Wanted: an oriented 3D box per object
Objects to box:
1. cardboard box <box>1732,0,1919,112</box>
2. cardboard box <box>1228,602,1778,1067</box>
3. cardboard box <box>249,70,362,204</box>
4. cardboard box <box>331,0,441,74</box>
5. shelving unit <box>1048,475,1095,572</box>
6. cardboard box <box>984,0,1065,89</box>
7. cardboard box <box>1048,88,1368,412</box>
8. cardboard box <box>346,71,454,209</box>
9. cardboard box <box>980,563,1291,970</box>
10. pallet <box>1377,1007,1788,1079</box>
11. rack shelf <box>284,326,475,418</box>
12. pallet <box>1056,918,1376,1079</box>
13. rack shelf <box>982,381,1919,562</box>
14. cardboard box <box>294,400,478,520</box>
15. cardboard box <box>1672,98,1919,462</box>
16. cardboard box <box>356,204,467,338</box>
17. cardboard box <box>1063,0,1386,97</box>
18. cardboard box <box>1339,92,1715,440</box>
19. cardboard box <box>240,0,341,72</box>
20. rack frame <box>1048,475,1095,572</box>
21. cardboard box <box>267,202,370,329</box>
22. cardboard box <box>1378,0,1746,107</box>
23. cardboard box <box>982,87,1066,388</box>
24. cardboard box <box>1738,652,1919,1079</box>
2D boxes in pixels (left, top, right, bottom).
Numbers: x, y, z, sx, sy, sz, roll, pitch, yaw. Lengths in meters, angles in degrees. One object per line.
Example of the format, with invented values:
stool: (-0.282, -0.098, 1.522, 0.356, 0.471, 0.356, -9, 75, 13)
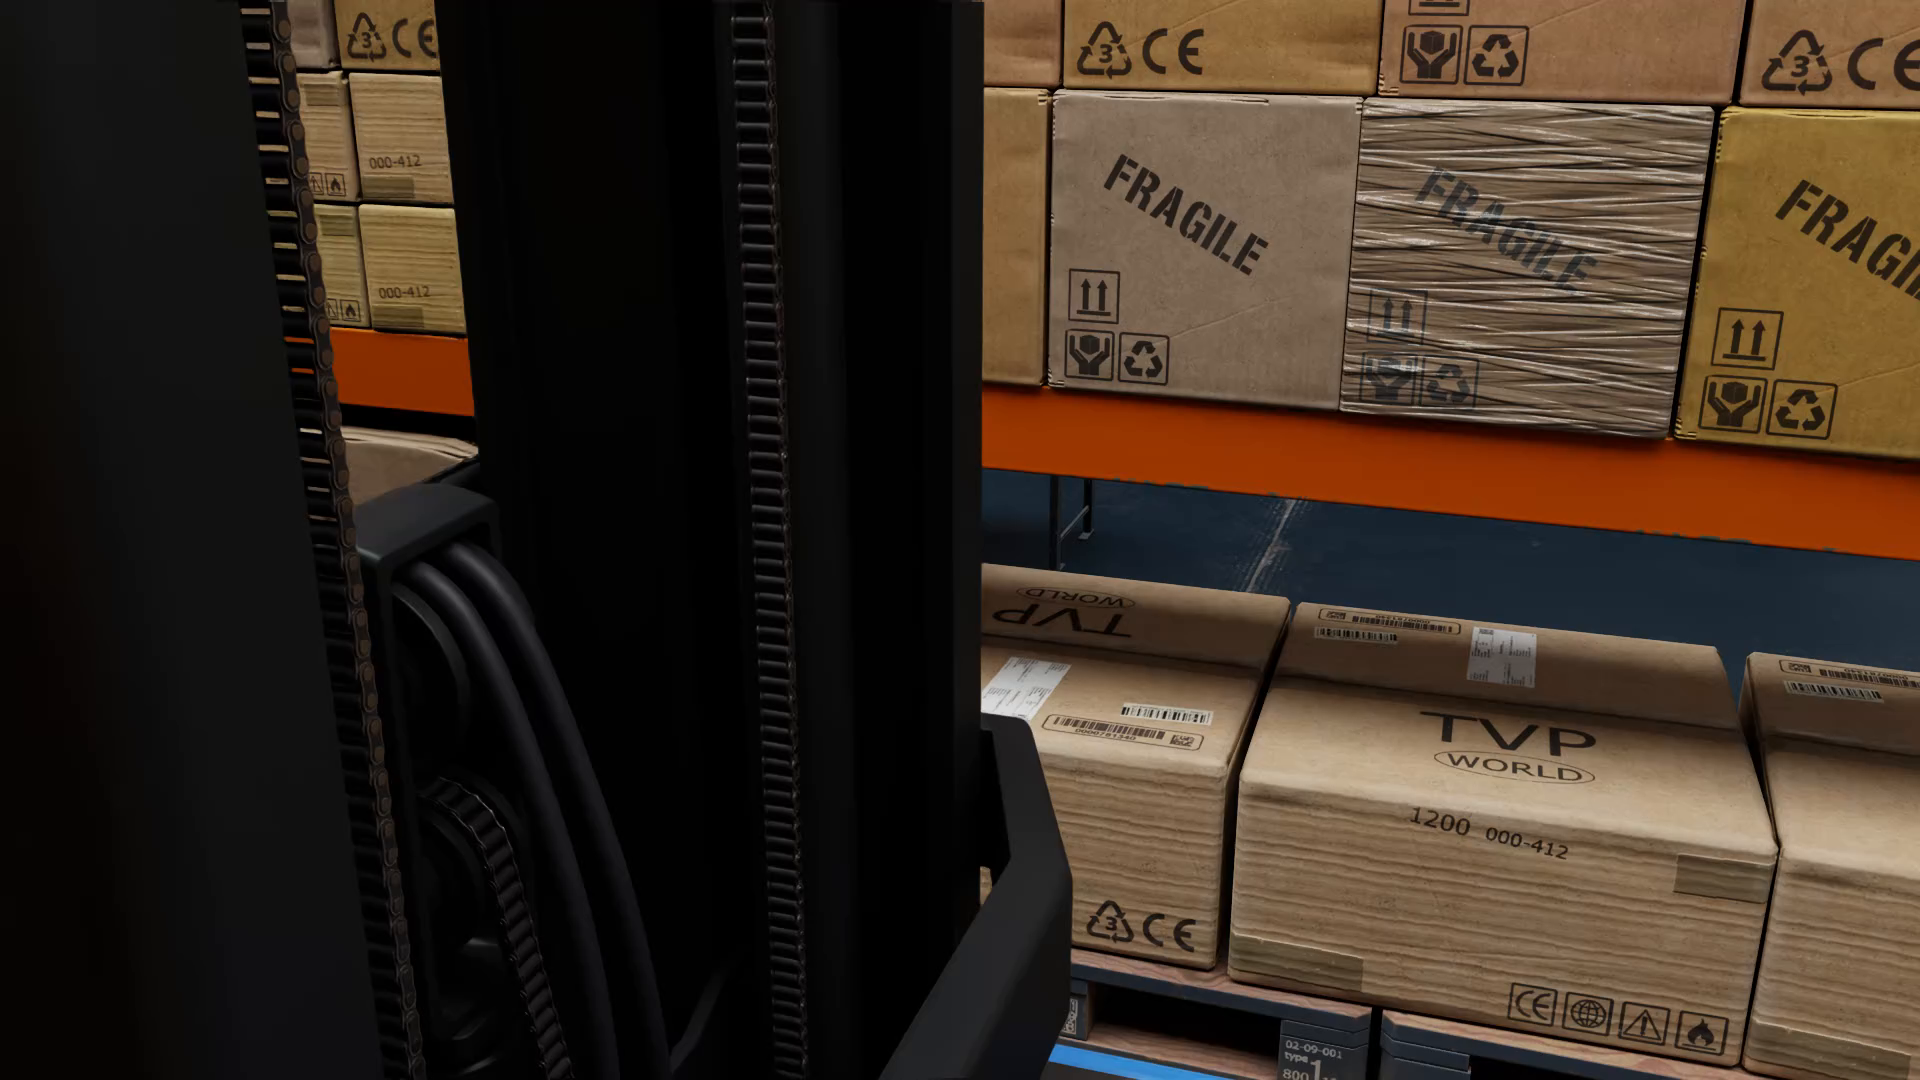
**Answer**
cardboard box: (1.439, -0.910, 2.460, 0.500, 0.500, 0.500, 6, 20, 18)
cardboard box: (1.042, 0.521, 3.280, 0.875, 0.438, 0.875, 6, 20, 16)
cardboard box: (-1.333, -0.877, 3.505, 0.500, 0.250, 0.500, 7, 20, 19)
cardboard box: (-0.866, -1.178, 3.228, 0.500, 0.500, 0.500, 7, 20, 20)
shelving unit: (-0.081, -0.717, 5.856, 1.048, 1.500, 0.538, 7, 20, 18)
cardboard box: (0.008, -1.081, 2.950, 0.500, 0.500, 0.500, 7, 20, 18)
cardboard box: (0.469, -0.548, 2.939, 0.500, 0.500, 0.500, 7, 20, 18)
cardboard box: (-0.858, -0.826, 3.356, 0.500, 0.250, 0.500, 7, 20, 18)
cardboard box: (0.196, 0.424, 3.556, 0.875, 0.438, 0.875, 6, 20, 17)
pallet: (1.487, 0.866, 3.271, 1.213, 0.211, 1.003, 7, 20, 18)
rack shelf: (-2.251, -0.565, 4.232, 4.000, 0.370, 1.077, 7, 20, 18)
pallet: (0.331, 0.735, 3.648, 1.213, 0.211, 1.003, 7, 20, 18)
rack shelf: (1.527, -0.133, 2.993, 4.000, 0.370, 1.077, 7, 20, 18)
cardboard box: (-0.974, 0.074, 3.896, 0.875, 0.875, 0.875, 7, 20, 20)
cardboard box: (1.424, -0.437, 2.620, 0.500, 0.500, 0.500, 7, 20, 20)
cardboard box: (-0.868, -0.588, 3.433, 0.500, 0.250, 0.500, 6, 20, 17)
cardboard box: (0.483, -1.025, 2.787, 0.500, 0.500, 0.500, 6, 20, 17)
cardboard box: (0.937, -0.492, 2.779, 0.500, 0.500, 0.500, 7, 20, 18)
cardboard box: (-1.358, -1.232, 3.381, 0.500, 0.500, 0.500, 7, 20, 19)
rack frame: (0.400, -0.663, 5.698, 0.032, 1.500, 0.500, 7, 20, 18)
cardboard box: (-1.349, -0.643, 3.592, 0.500, 0.250, 0.500, 6, 20, 17)
cardboard box: (0.964, -0.966, 2.619, 0.500, 0.500, 0.500, 7, 20, 19)
cardboard box: (-0.005, -0.604, 3.099, 0.500, 0.500, 0.500, 7, 20, 20)
cardboard box: (1.893, 0.619, 2.999, 0.875, 0.438, 0.875, 7, 20, 20)
